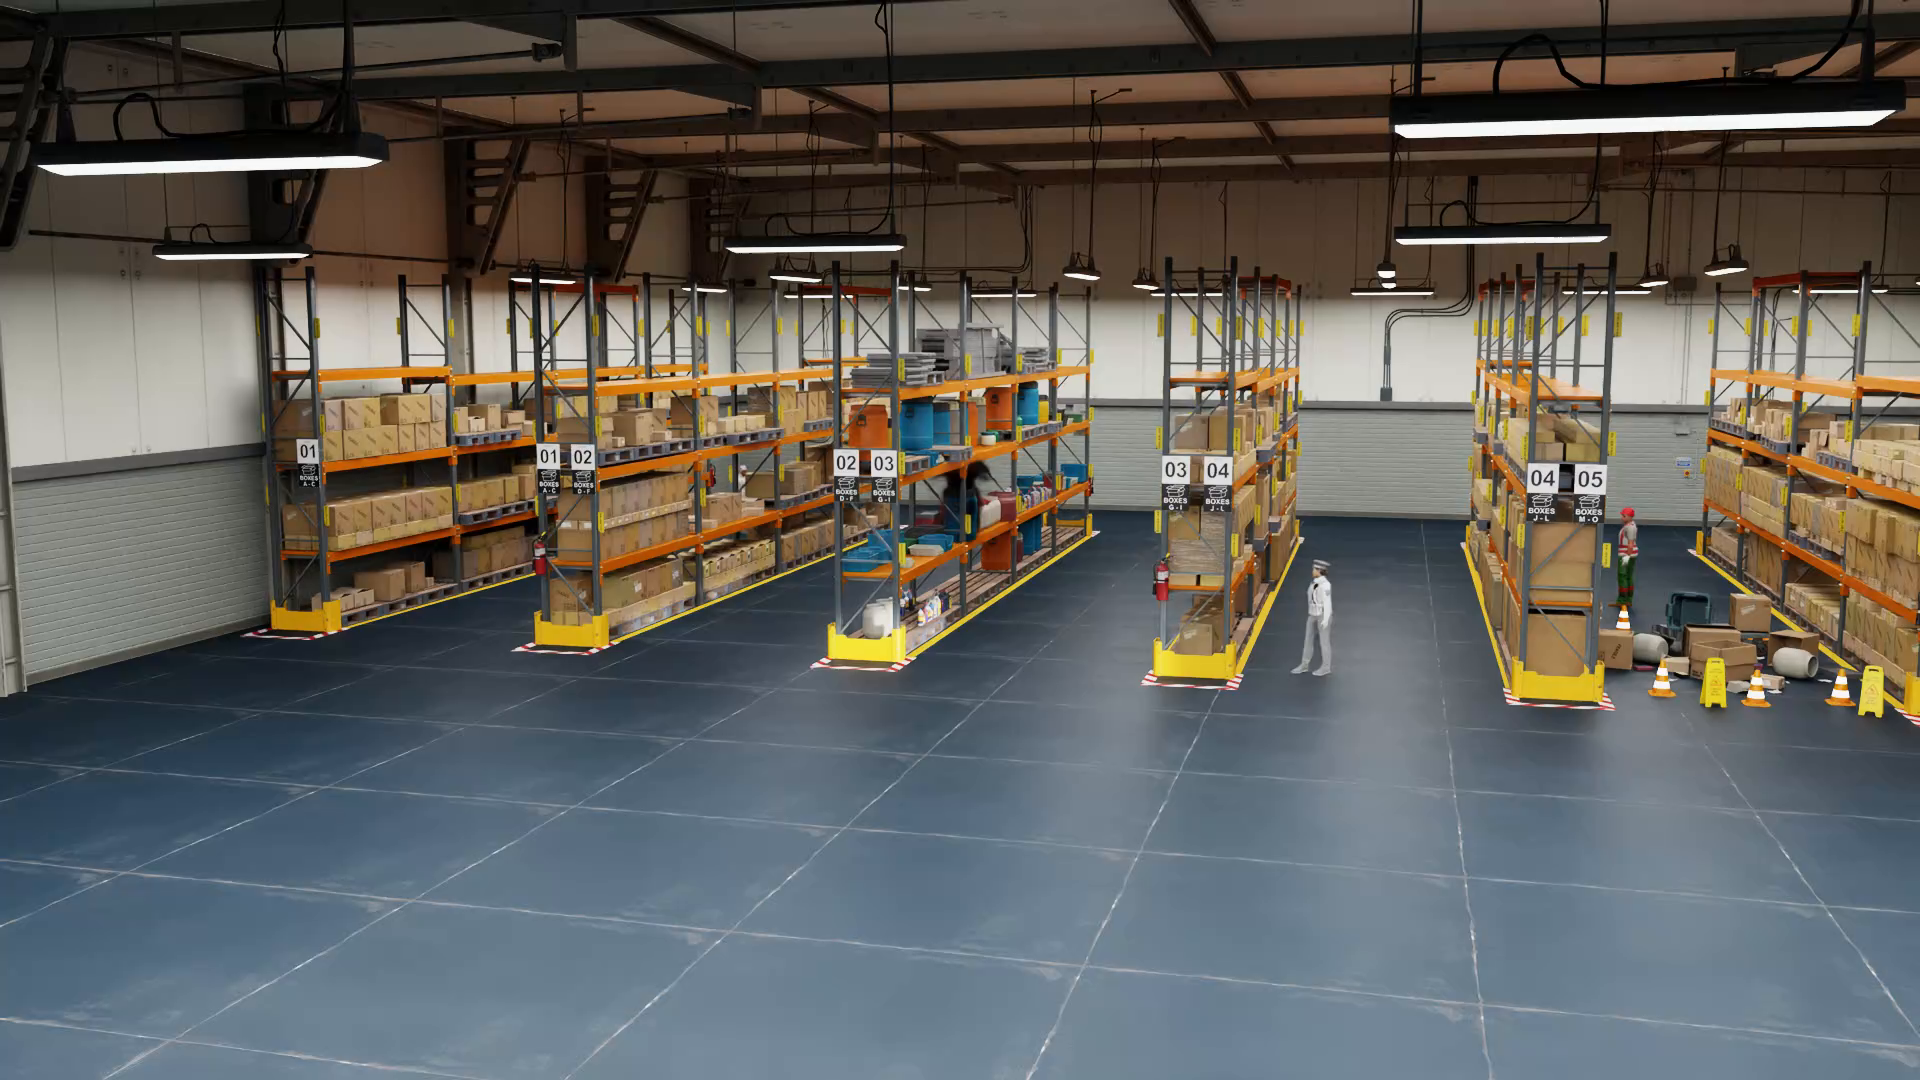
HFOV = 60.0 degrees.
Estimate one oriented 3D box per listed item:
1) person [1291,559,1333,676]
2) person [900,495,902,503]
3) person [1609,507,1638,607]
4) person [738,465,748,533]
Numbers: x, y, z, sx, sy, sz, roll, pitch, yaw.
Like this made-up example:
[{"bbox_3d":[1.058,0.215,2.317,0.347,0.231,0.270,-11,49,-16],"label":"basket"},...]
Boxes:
[{"bbox_3d":[5.140,1.129,24.057,0.532,1.691,0.486,-3,8,-22],"label":"person"},{"bbox_3d":[-1.797,-1.429,43.678,0.480,1.769,0.559,3,8,24],"label":"person"},{"bbox_3d":[12.067,0.305,30.131,0.411,1.795,0.607,6,9,38],"label":"person"},{"bbox_3d":[-5.300,-1.015,41.034,0.463,1.678,0.503,5,9,33],"label":"person"}]
